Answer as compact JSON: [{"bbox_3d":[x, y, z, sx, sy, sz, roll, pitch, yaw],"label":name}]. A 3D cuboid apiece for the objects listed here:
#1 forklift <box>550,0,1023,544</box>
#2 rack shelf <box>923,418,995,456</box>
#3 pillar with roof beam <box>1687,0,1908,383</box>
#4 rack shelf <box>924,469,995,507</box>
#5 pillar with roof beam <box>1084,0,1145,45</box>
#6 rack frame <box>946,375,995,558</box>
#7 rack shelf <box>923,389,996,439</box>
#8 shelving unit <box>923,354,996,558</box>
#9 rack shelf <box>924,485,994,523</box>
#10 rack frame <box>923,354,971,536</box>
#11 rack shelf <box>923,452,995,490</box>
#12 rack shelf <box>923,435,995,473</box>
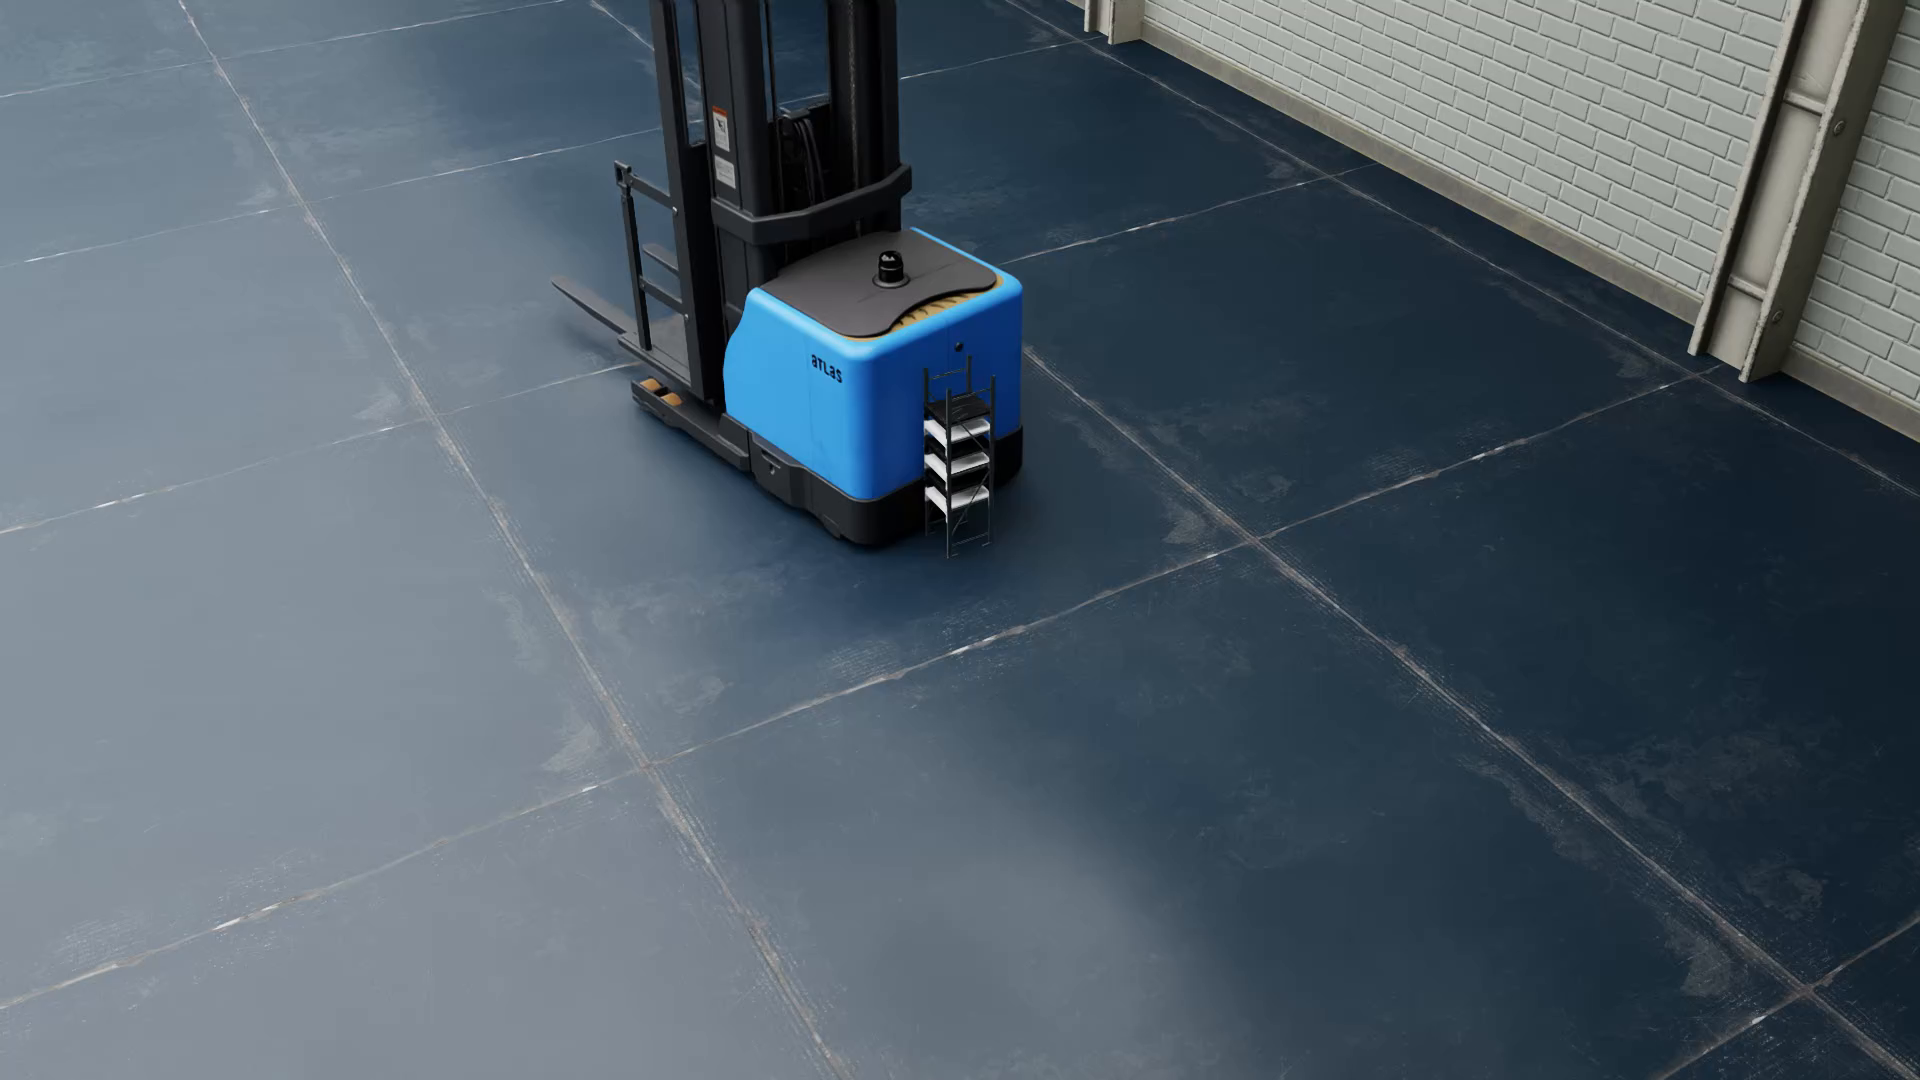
[{"bbox_3d":[-1.056,-1.949,7.934,1.130,2.935,3.031,-28,45,-33],"label":"forklift"},{"bbox_3d":[-0.004,-0.486,7.404,0.258,0.077,0.200,-19,40,-24],"label":"rack shelf"},{"bbox_3d":[0.519,-3.342,4.697,9.100,9.000,0.400,-19,40,-24],"label":"pillar with roof beam"},{"bbox_3d":[-0.004,-0.268,7.563,0.258,0.077,0.200,-19,40,-24],"label":"rack shelf"},{"bbox_3d":[-2.496,-6.402,8.886,9.100,9.000,0.400,-19,40,-24],"label":"pillar with roof beam"},{"bbox_3d":[0.047,-0.316,7.419,0.240,0.900,0.006,-19,40,-24],"label":"rack frame"},{"bbox_3d":[-0.004,-0.559,7.351,0.258,0.077,0.200,-19,40,-24],"label":"rack shelf"},{"bbox_3d":[-0.004,-0.368,7.490,0.258,0.900,0.210,-19,40,-24],"label":"shelving unit"},{"bbox_3d":[-0.004,-0.195,7.616,0.258,0.077,0.200,-19,40,-24],"label":"rack shelf"},{"bbox_3d":[-0.055,-0.419,7.561,0.240,0.900,0.006,-19,40,-24],"label":"rack frame"},{"bbox_3d":[-0.004,-0.341,7.510,0.258,0.077,0.200,-19,40,-24],"label":"rack shelf"},{"bbox_3d":[-0.004,-0.413,7.457,0.258,0.077,0.200,-19,40,-24],"label":"rack shelf"}]
